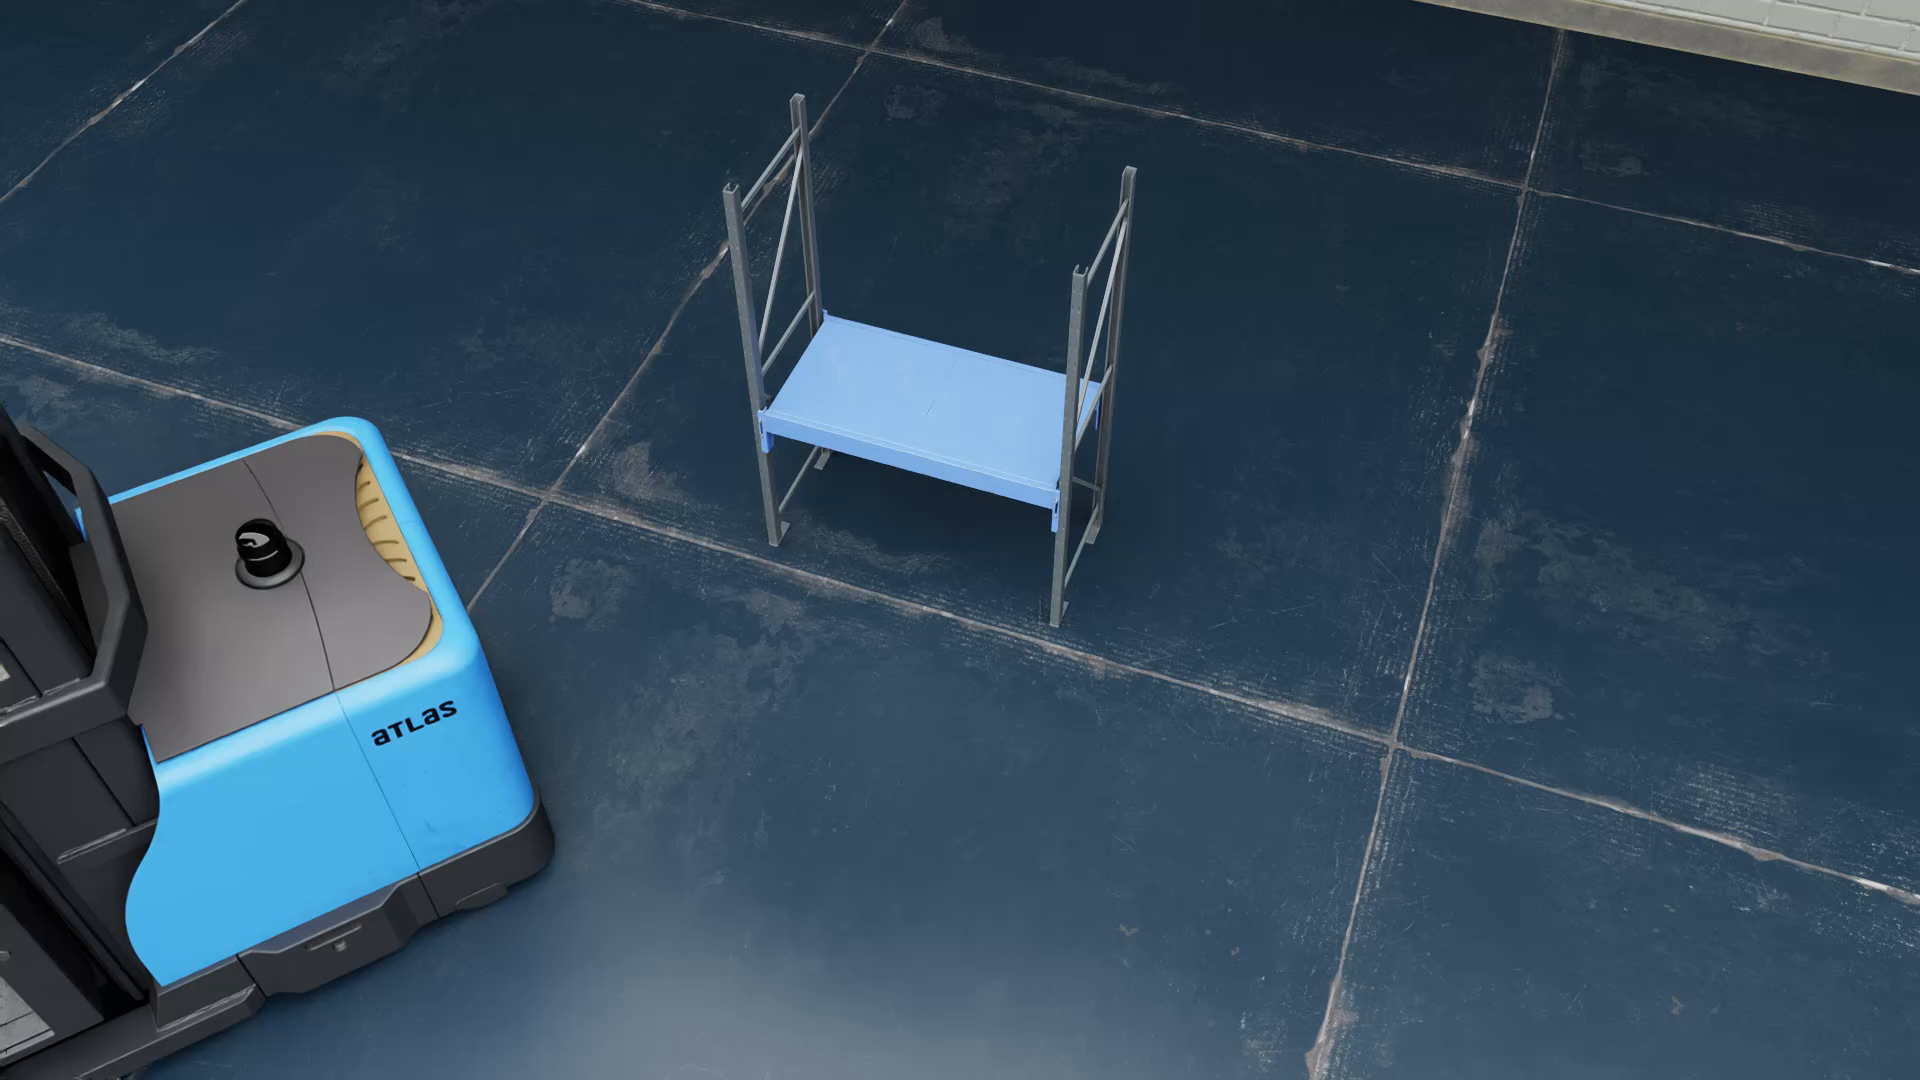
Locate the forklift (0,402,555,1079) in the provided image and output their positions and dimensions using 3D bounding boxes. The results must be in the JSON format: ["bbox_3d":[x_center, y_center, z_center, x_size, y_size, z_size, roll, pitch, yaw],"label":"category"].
[{"bbox_3d":[-2.725,0.243,3.600,3.031,2.935,1.130,-23,53,-19],"label":"forklift"}]

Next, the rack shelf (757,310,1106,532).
[{"bbox_3d":[-0.080,-0.396,5.339,1.000,0.185,0.538,16,51,13],"label":"rack shelf"}]

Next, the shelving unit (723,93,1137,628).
[{"bbox_3d":[-0.080,-0.514,5.203,1.048,1.500,0.538,16,51,13],"label":"shelving unit"}]

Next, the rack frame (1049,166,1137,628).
[{"bbox_3d":[0.397,-0.380,5.087,0.032,1.500,0.500,16,51,13],"label":"rack frame"}]

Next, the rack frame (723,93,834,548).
[{"bbox_3d":[-0.557,-0.647,5.318,0.032,1.500,0.500,16,51,13],"label":"rack frame"}]
